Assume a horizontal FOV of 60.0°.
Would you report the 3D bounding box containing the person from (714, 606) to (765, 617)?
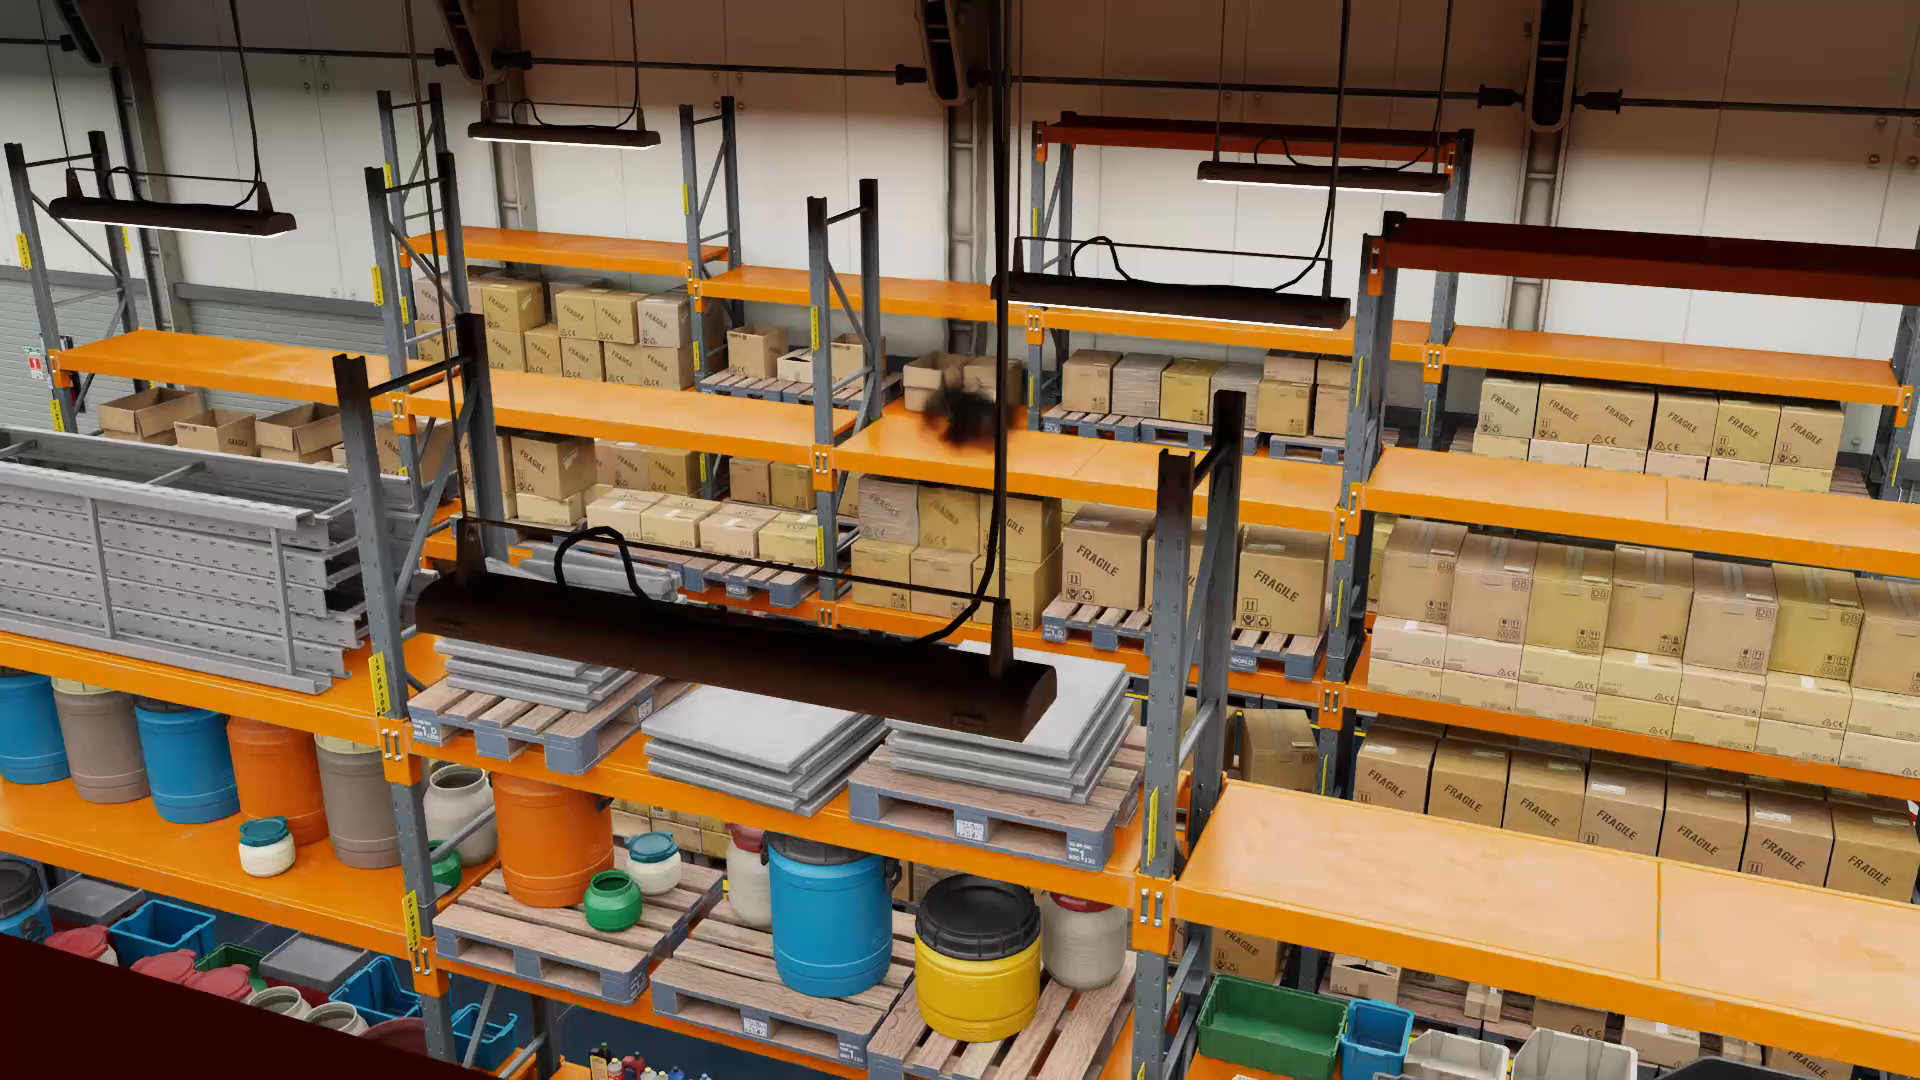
[{"bbox_3d":[-2.207,0.908,16.796,0.599,1.739,0.659,5,22,14],"label":"person"}]
